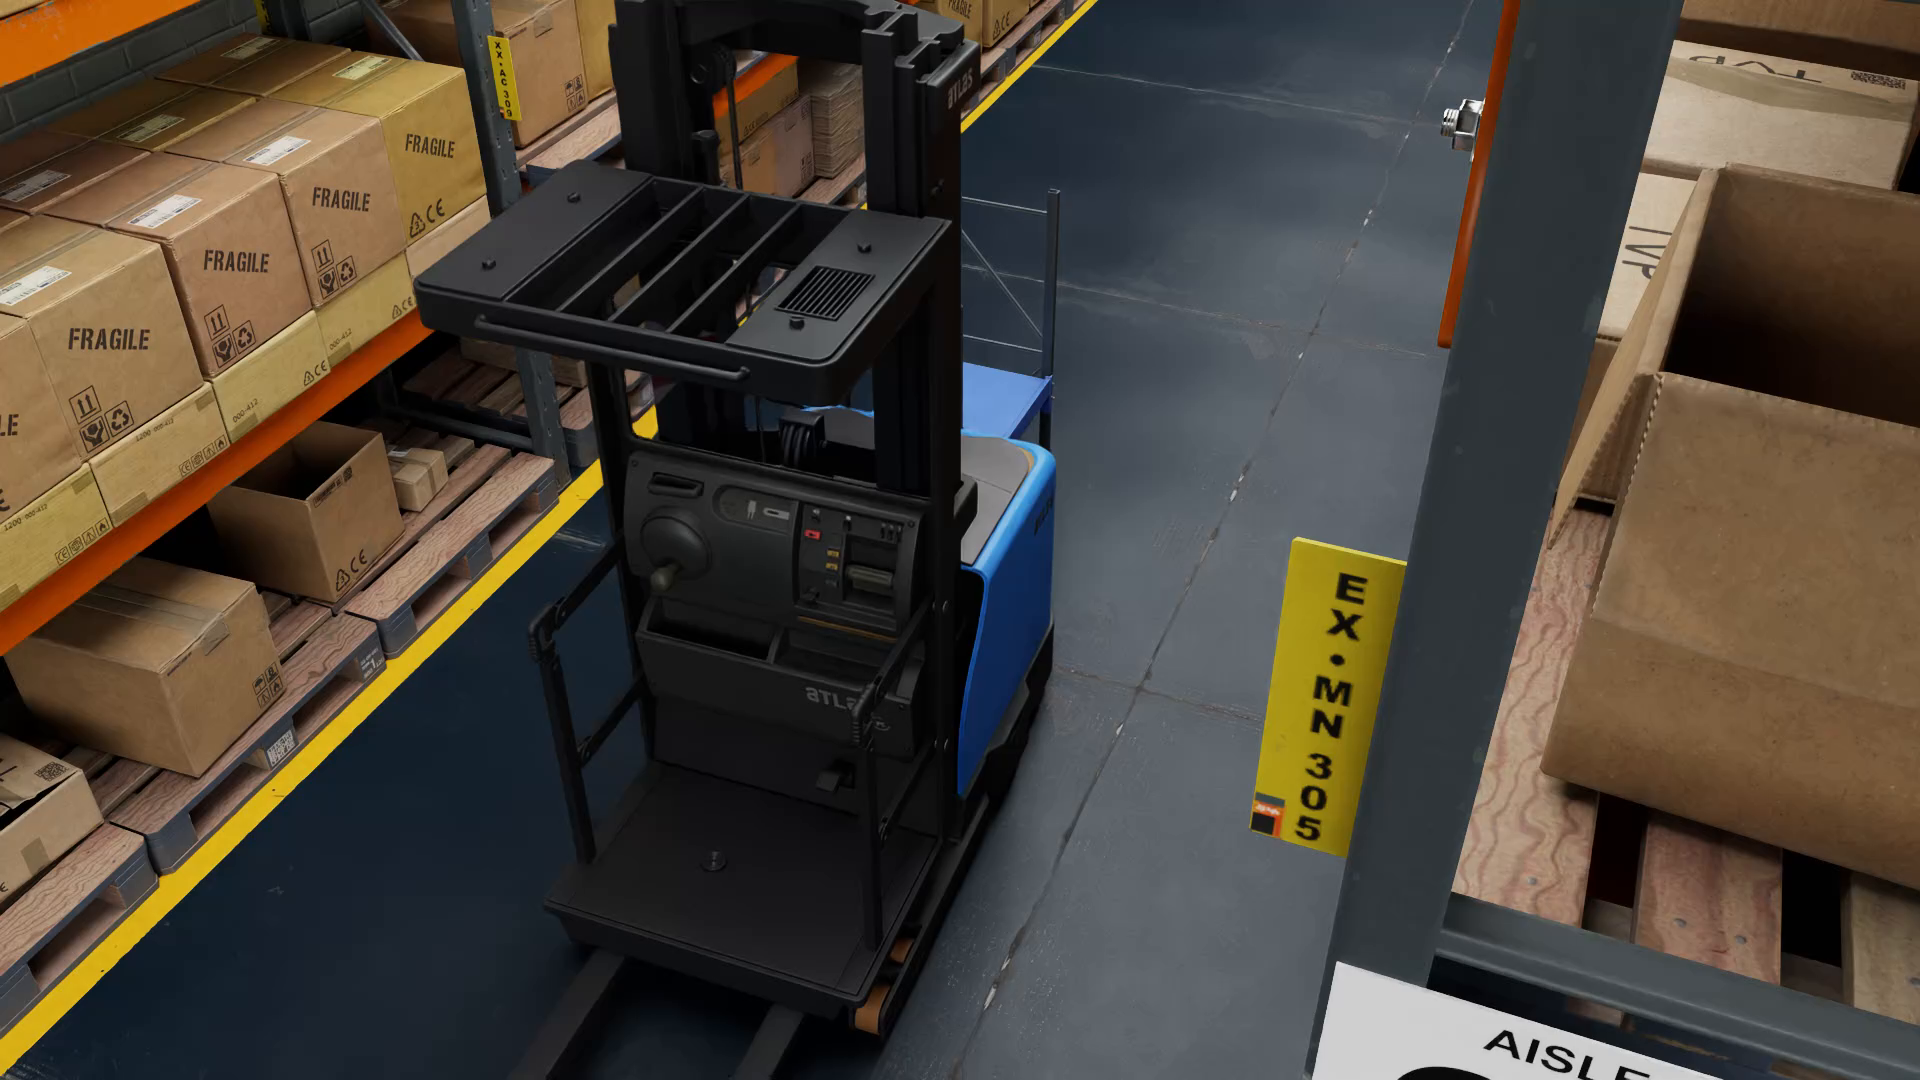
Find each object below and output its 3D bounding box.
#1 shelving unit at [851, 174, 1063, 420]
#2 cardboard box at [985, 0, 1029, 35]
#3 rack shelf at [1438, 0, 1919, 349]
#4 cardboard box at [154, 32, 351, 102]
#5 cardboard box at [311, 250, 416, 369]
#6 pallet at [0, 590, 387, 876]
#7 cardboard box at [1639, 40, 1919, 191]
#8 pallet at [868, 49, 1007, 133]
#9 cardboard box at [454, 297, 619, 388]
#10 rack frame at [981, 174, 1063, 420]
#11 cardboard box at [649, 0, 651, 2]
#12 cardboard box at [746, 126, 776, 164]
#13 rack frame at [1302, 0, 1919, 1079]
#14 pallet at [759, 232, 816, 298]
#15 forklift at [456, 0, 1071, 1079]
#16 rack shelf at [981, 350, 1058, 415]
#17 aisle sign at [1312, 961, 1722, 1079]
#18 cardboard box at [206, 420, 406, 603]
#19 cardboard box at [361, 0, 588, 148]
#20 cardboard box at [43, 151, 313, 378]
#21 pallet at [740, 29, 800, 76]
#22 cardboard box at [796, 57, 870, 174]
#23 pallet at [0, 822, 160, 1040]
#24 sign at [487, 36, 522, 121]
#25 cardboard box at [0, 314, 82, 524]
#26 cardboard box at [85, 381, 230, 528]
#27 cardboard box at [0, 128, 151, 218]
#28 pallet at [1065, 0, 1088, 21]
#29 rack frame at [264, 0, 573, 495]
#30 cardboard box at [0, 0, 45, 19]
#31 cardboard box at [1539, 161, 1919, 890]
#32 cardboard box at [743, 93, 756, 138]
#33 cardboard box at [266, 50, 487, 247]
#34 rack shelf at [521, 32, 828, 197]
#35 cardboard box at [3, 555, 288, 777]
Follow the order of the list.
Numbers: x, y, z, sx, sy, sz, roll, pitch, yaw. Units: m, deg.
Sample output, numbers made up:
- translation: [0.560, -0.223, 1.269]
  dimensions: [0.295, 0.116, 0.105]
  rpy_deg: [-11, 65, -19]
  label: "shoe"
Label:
- translation: [0.000, -0.628, 6.838]
  dimensions: [0.538, 1.500, 1.048]
  rpy_deg: [12, 39, 16]
  label: "shelving unit"
- translation: [0.004, -3.928, 11.445]
  dimensions: [0.750, 0.750, 0.750]
  rpy_deg: [14, 39, 18]
  label: "cardboard box"
- translation: [1.563, -1.266, 2.363]
  dimensions: [1.077, 0.370, 4.000]
  rpy_deg: [14, 39, 18]
  label: "rack shelf"
- translation: [-2.630, -1.581, 6.342]
  dimensions: [0.500, 0.500, 0.500]
  rpy_deg: [13, 39, 17]
  label: "cardboard box"
- translation: [-2.355, -0.888, 6.041]
  dimensions: [0.500, 0.250, 0.500]
  rpy_deg: [14, 39, 18]
  label: "cardboard box"
- translation: [-2.944, 0.629, 6.232]
  dimensions: [1.003, 0.211, 1.213]
  rpy_deg: [14, 39, 18]
  label: "pallet"
- translation: [1.208, -0.600, 2.649]
  dimensions: [0.500, 0.311, 0.500]
  rpy_deg: [19, 41, 23]
  label: "cardboard box"
- translation: [-0.367, -3.063, 11.171]
  dimensions: [1.003, 0.211, 1.213]
  rpy_deg: [14, 39, 18]
  label: "pallet"
- translation: [-1.994, -1.132, 7.979]
  dimensions: [0.700, 0.500, 0.500]
  rpy_deg: [15, 39, 19]
  label: "cardboard box"
- translation: [0.176, -0.914, 7.219]
  dimensions: [0.500, 1.500, 0.032]
  rpy_deg: [12, 39, 16]
  label: "rack frame"
- translation: [-1.592, -2.715, 7.926]
  dimensions: [0.700, 0.500, 0.500]
  rpy_deg: [19, 41, 24]
  label: "cardboard box"
- translation: [-1.428, -1.984, 9.120]
  dimensions: [0.700, 0.500, 0.500]
  rpy_deg: [14, 39, 18]
  label: "cardboard box"
- translation: [0.802, -0.607, 0.546]
  dimensions: [1.000, 3.000, 0.127]
  rpy_deg: [14, 39, 18]
  label: "rack frame"
- translation: [-1.501, -1.538, 9.131]
  dimensions: [1.003, 0.211, 1.213]
  rpy_deg: [14, 39, 18]
  label: "pallet"
- translation: [-0.570, -0.017, 4.824]
  dimensions: [1.130, 2.935, 3.031]
  rpy_deg: [12, 39, 16]
  label: "forklift"
- translation: [0.000, -0.484, 6.945]
  dimensions: [0.538, 0.185, 1.000]
  rpy_deg: [12, 39, 16]
  label: "rack shelf"
- translation: [0.506, 0.724, 1.605]
  dimensions: [0.394, 0.787, 0.004]
  rpy_deg: [14, 39, 18]
  label: "aisle sign"
- translation: [-2.616, -0.137, 6.648]
  dimensions: [0.500, 0.500, 0.500]
  rpy_deg: [11, 38, 14]
  label: "cardboard box"
- translation: [-2.033, -2.036, 7.017]
  dimensions: [0.700, 0.500, 0.500]
  rpy_deg: [14, 39, 18]
  label: "cardboard box"
- translation: [-2.538, -0.908, 5.441]
  dimensions: [0.500, 0.500, 0.500]
  rpy_deg: [13, 39, 16]
  label: "cardboard box"
- translation: [-1.452, -2.578, 8.354]
  dimensions: [1.003, 0.211, 1.213]
  rpy_deg: [14, 39, 18]
  label: "pallet"
- translation: [-0.962, -2.525, 9.843]
  dimensions: [0.700, 0.500, 0.500]
  rpy_deg: [14, 39, 18]
  label: "cardboard box"
- translation: [-3.409, 1.302, 5.331]
  dimensions: [1.003, 0.211, 1.213]
  rpy_deg: [14, 39, 18]
  label: "pallet"
- translation: [-1.753, -1.773, 6.393]
  dimensions: [0.100, 0.325, 0.005]
  rpy_deg: [14, 39, 18]
  label: "sign"
- translation: [-2.921, -0.331, 4.670]
  dimensions: [0.500, 0.500, 0.500]
  rpy_deg: [13, 39, 16]
  label: "cardboard box"
- translation: [-2.723, -0.327, 5.291]
  dimensions: [0.500, 0.250, 0.500]
  rpy_deg: [14, 39, 18]
  label: "cardboard box"
- translation: [-3.025, -1.021, 5.593]
  dimensions: [0.500, 0.500, 0.500]
  rpy_deg: [15, 39, 19]
  label: "cardboard box"
- translation: [0.562, -4.414, 12.978]
  dimensions: [1.003, 0.211, 1.213]
  rpy_deg: [14, 39, 18]
  label: "pallet"
- translation: [-2.258, -1.546, 6.812]
  dimensions: [1.000, 3.000, 0.127]
  rpy_deg: [14, 39, 18]
  label: "rack frame"
- translation: [-2.806, -1.588, 4.263]
  dimensions: [0.500, 0.500, 0.500]
  rpy_deg: [16, 40, 21]
  label: "cardboard box"
- translation: [1.025, 0.011, 1.670]
  dimensions: [0.797, 0.503, 0.637]
  rpy_deg: [17, 40, 21]
  label: "cardboard box"
- translation: [-1.428, -2.238, 8.832]
  dimensions: [0.500, 0.250, 0.500]
  rpy_deg: [14, 39, 18]
  label: "cardboard box"
- translation: [-2.152, -1.462, 6.182]
  dimensions: [0.500, 0.500, 0.500]
  rpy_deg: [14, 39, 18]
  label: "cardboard box"
- translation: [-1.497, -2.365, 8.509]
  dimensions: [1.077, 0.370, 4.000]
  rpy_deg: [14, 39, 18]
  label: "rack shelf"
- translation: [-2.891, 0.421, 5.901]
  dimensions: [0.700, 0.500, 0.500]
  rpy_deg: [11, 38, 15]
  label: "cardboard box"
